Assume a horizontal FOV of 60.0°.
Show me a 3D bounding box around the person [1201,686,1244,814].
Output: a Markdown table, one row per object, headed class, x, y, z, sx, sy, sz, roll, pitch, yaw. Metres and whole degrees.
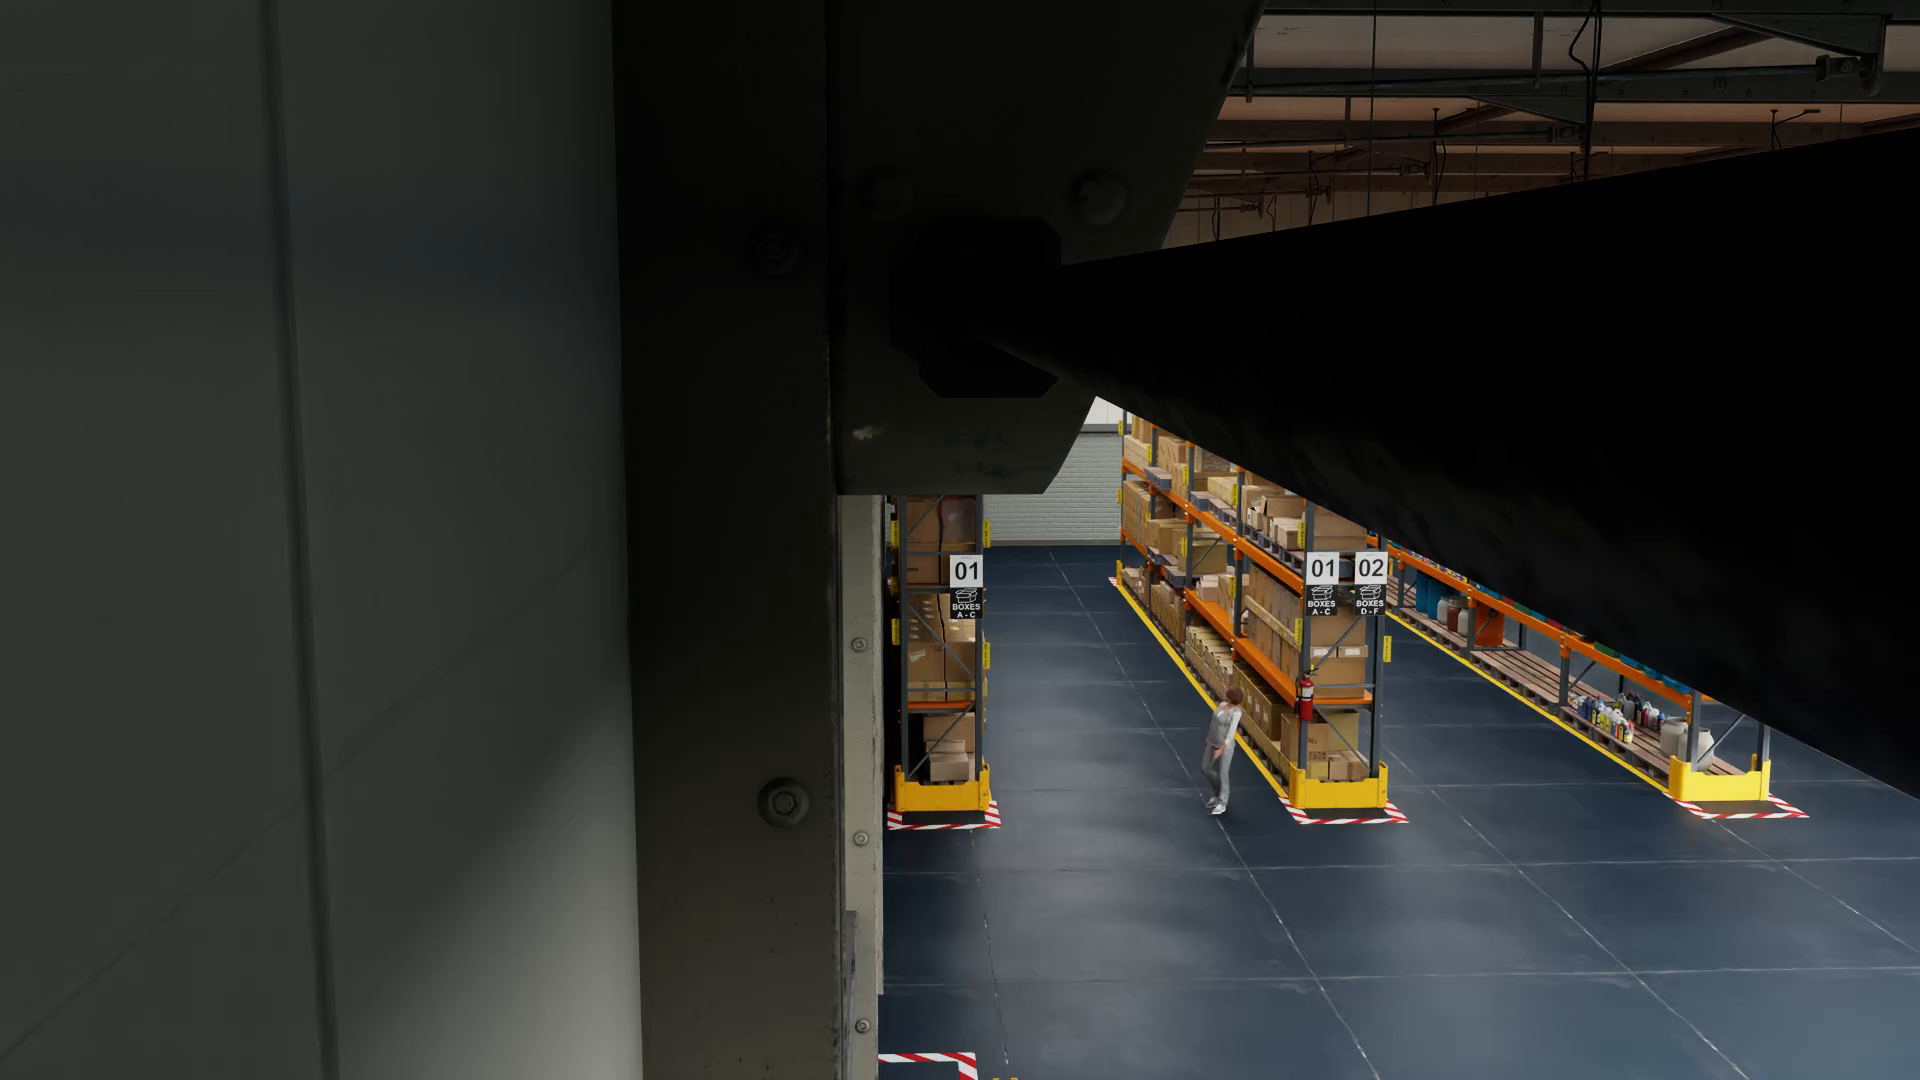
| class | x | y | z | sx | sy | sz | roll | pitch | yaw |
| --- | --- | --- | --- | --- | --- | --- | --- | --- | --- |
| person | 3.163 | 2.566 | 20.407 | 0.466 | 1.568 | 0.524 | -6 | 10 | -35 |
